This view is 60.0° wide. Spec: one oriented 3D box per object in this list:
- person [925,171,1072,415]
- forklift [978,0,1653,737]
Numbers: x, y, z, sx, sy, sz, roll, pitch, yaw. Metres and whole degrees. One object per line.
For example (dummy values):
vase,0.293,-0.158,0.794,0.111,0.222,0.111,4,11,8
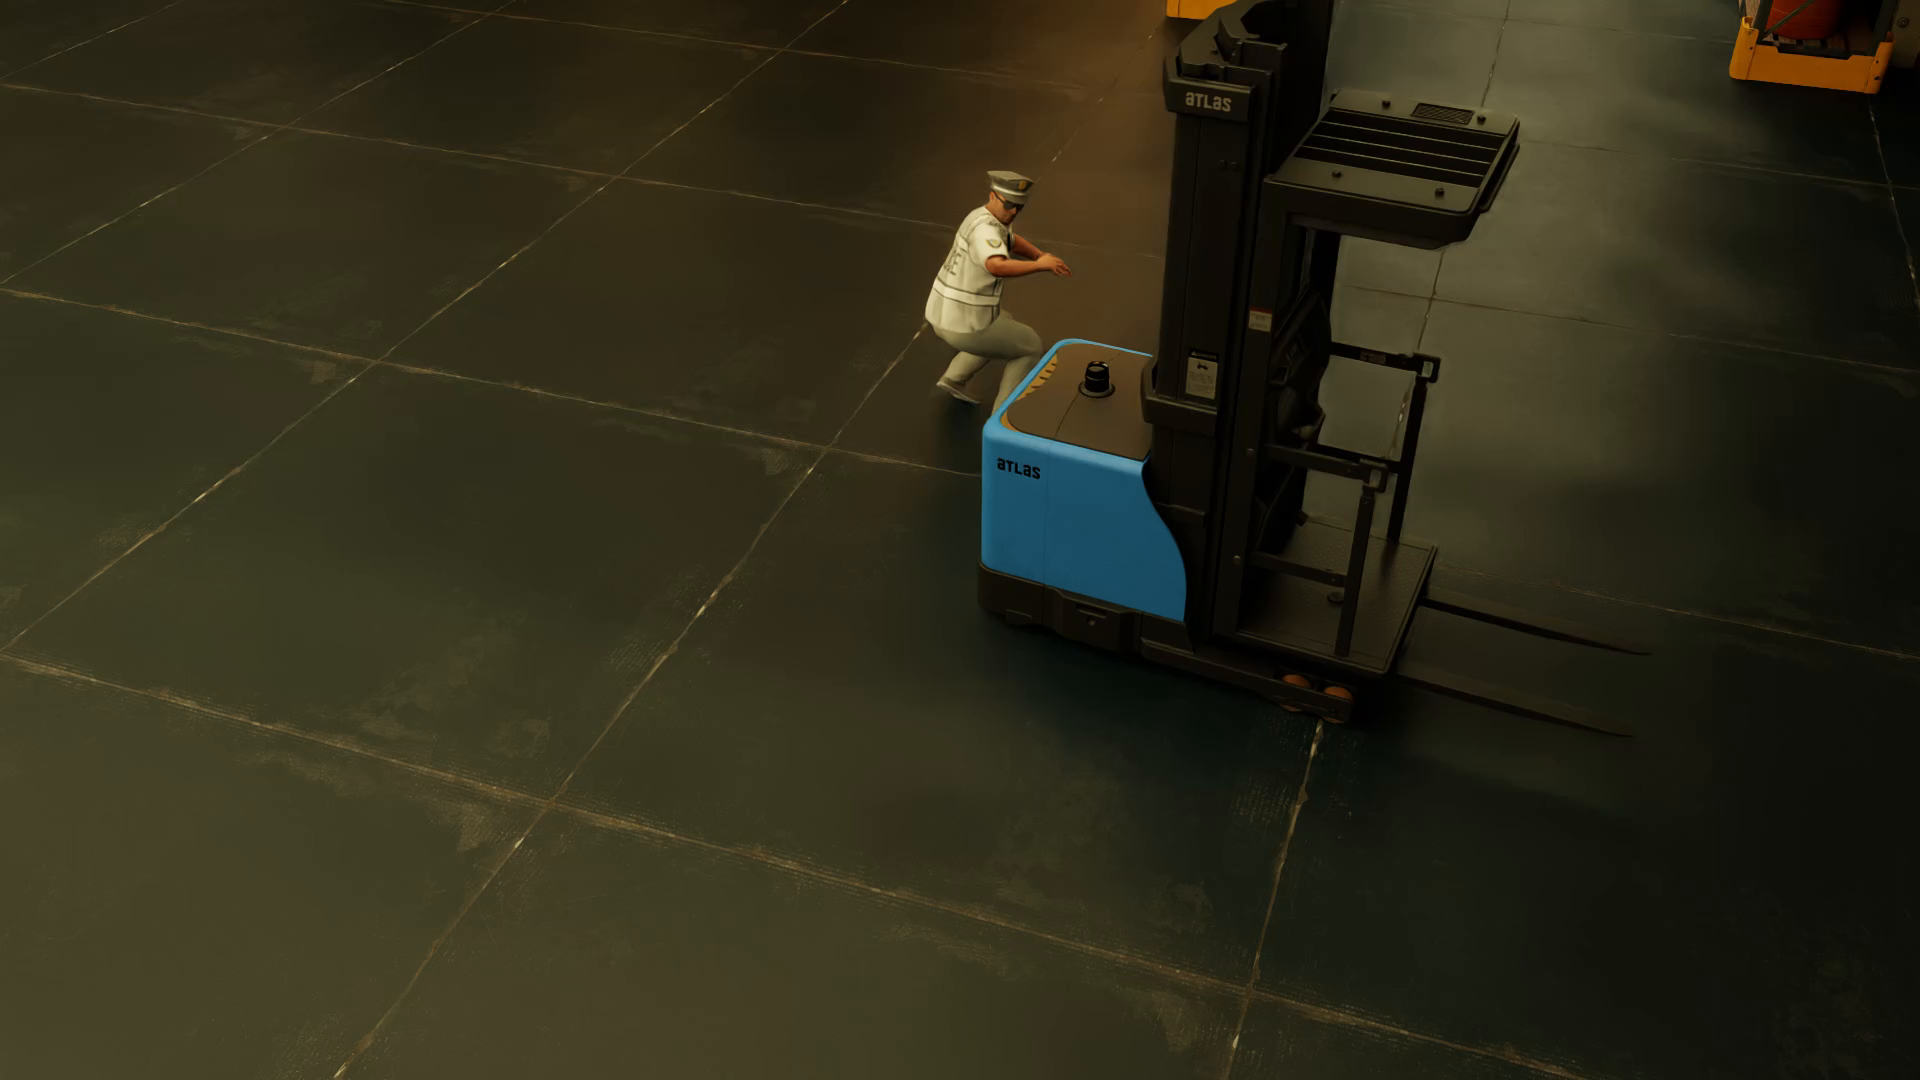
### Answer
person,0.286,-1.317,9.258,0.963,1.514,0.796,-11,37,-15
forklift,1.646,-0.723,7.130,3.031,2.935,1.130,15,38,20
